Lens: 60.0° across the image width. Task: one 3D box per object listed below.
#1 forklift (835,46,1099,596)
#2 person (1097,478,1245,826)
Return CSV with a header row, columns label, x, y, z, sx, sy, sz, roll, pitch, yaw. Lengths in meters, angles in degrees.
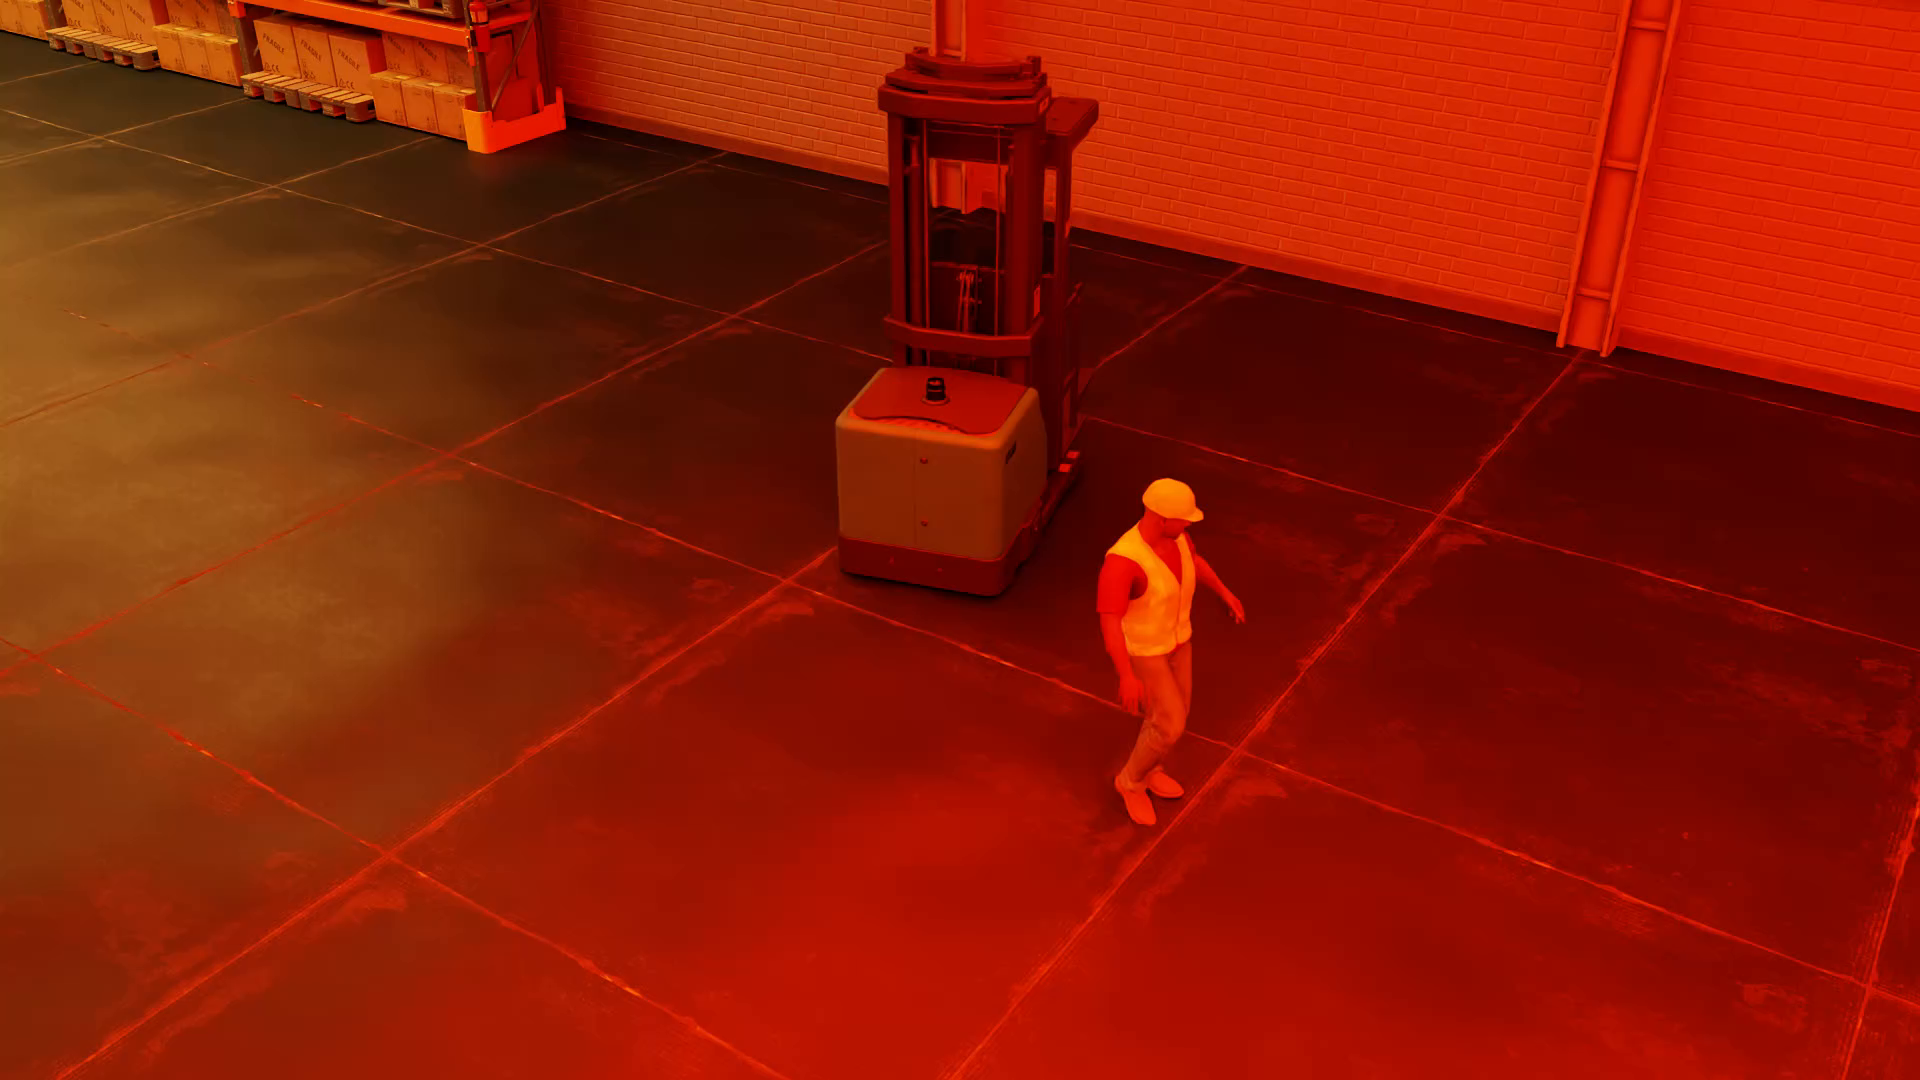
label,x,y,z,sx,sy,sz,roll,pitch,yaw
forklift,0.201,-1.666,10.450,1.130,2.935,3.031,9,31,15
person,0.980,0.506,7.927,0.501,1.773,0.907,25,38,36
